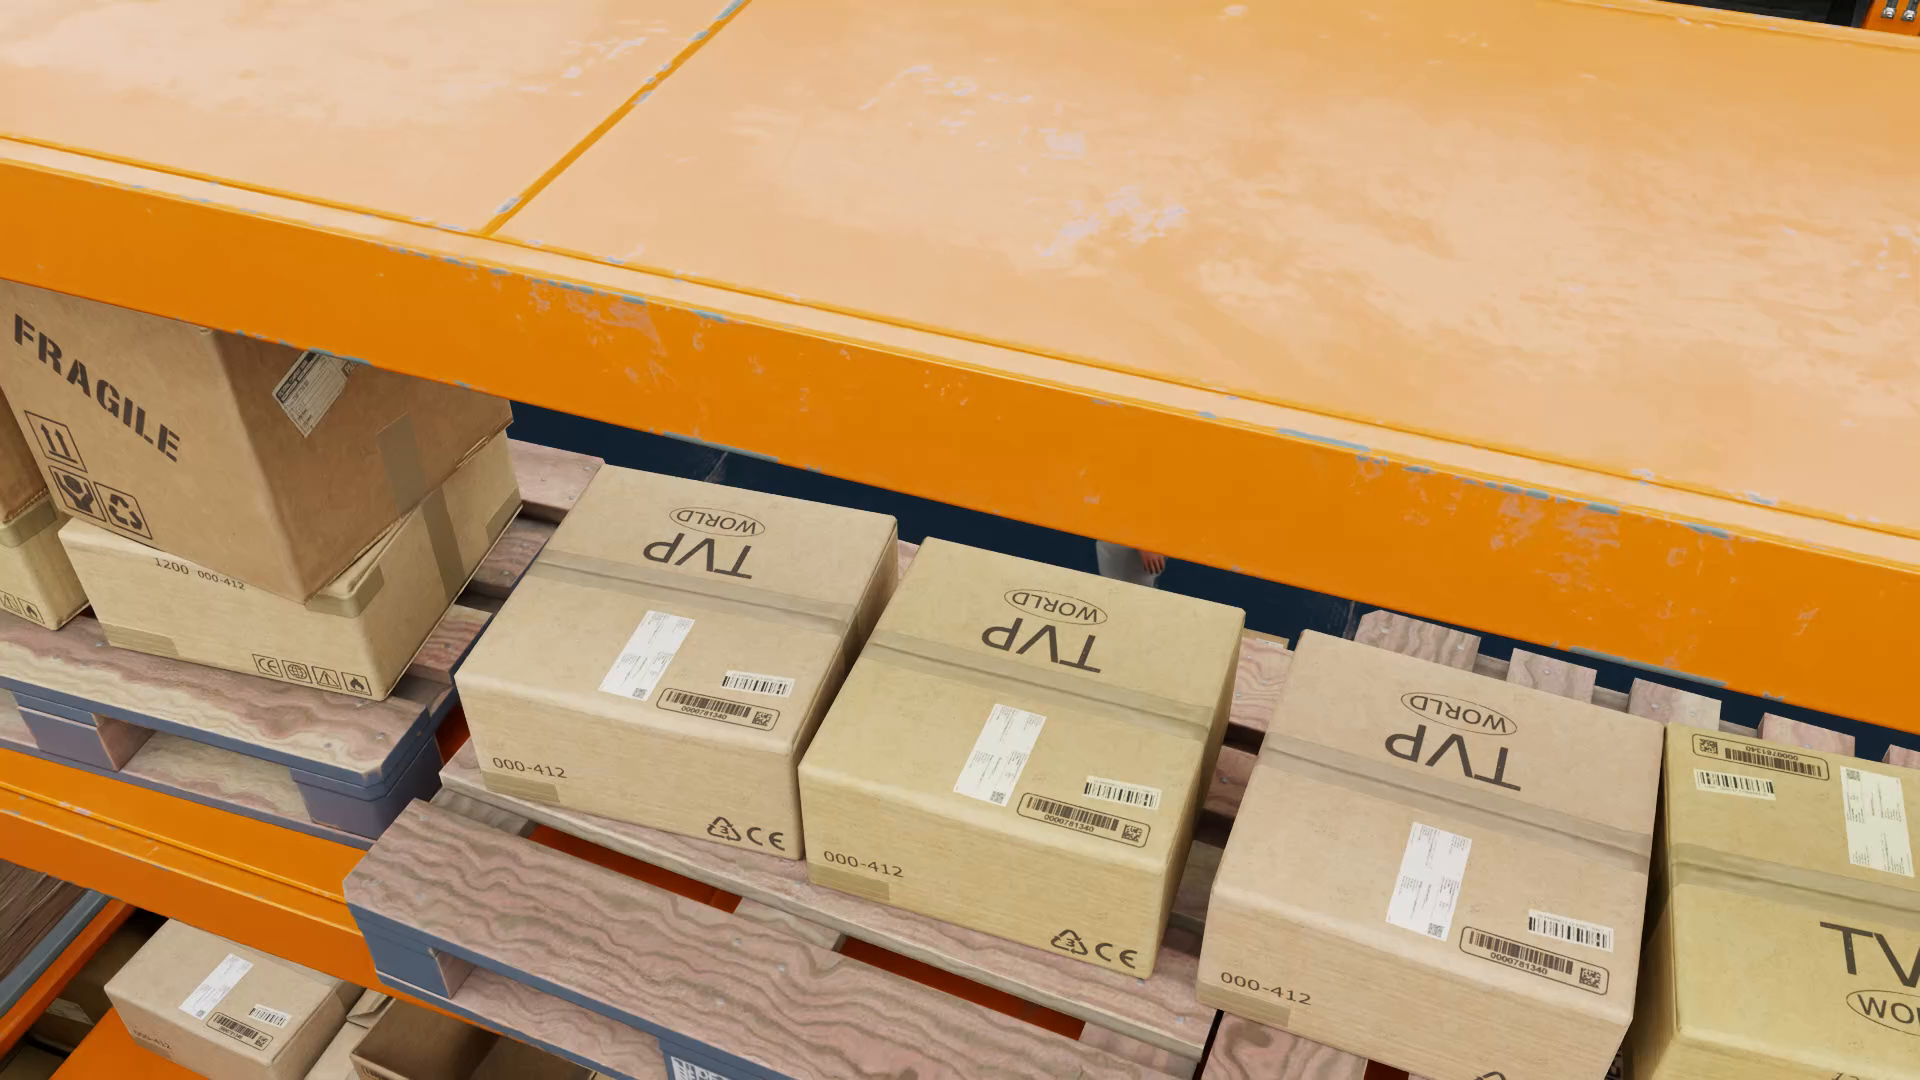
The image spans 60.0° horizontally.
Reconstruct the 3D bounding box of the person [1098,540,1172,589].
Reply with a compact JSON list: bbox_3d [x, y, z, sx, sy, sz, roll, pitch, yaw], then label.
[{"bbox_3d":[0.708,-0.154,6.338,0.378,1.745,0.528,14,43,16],"label":"person"}]
